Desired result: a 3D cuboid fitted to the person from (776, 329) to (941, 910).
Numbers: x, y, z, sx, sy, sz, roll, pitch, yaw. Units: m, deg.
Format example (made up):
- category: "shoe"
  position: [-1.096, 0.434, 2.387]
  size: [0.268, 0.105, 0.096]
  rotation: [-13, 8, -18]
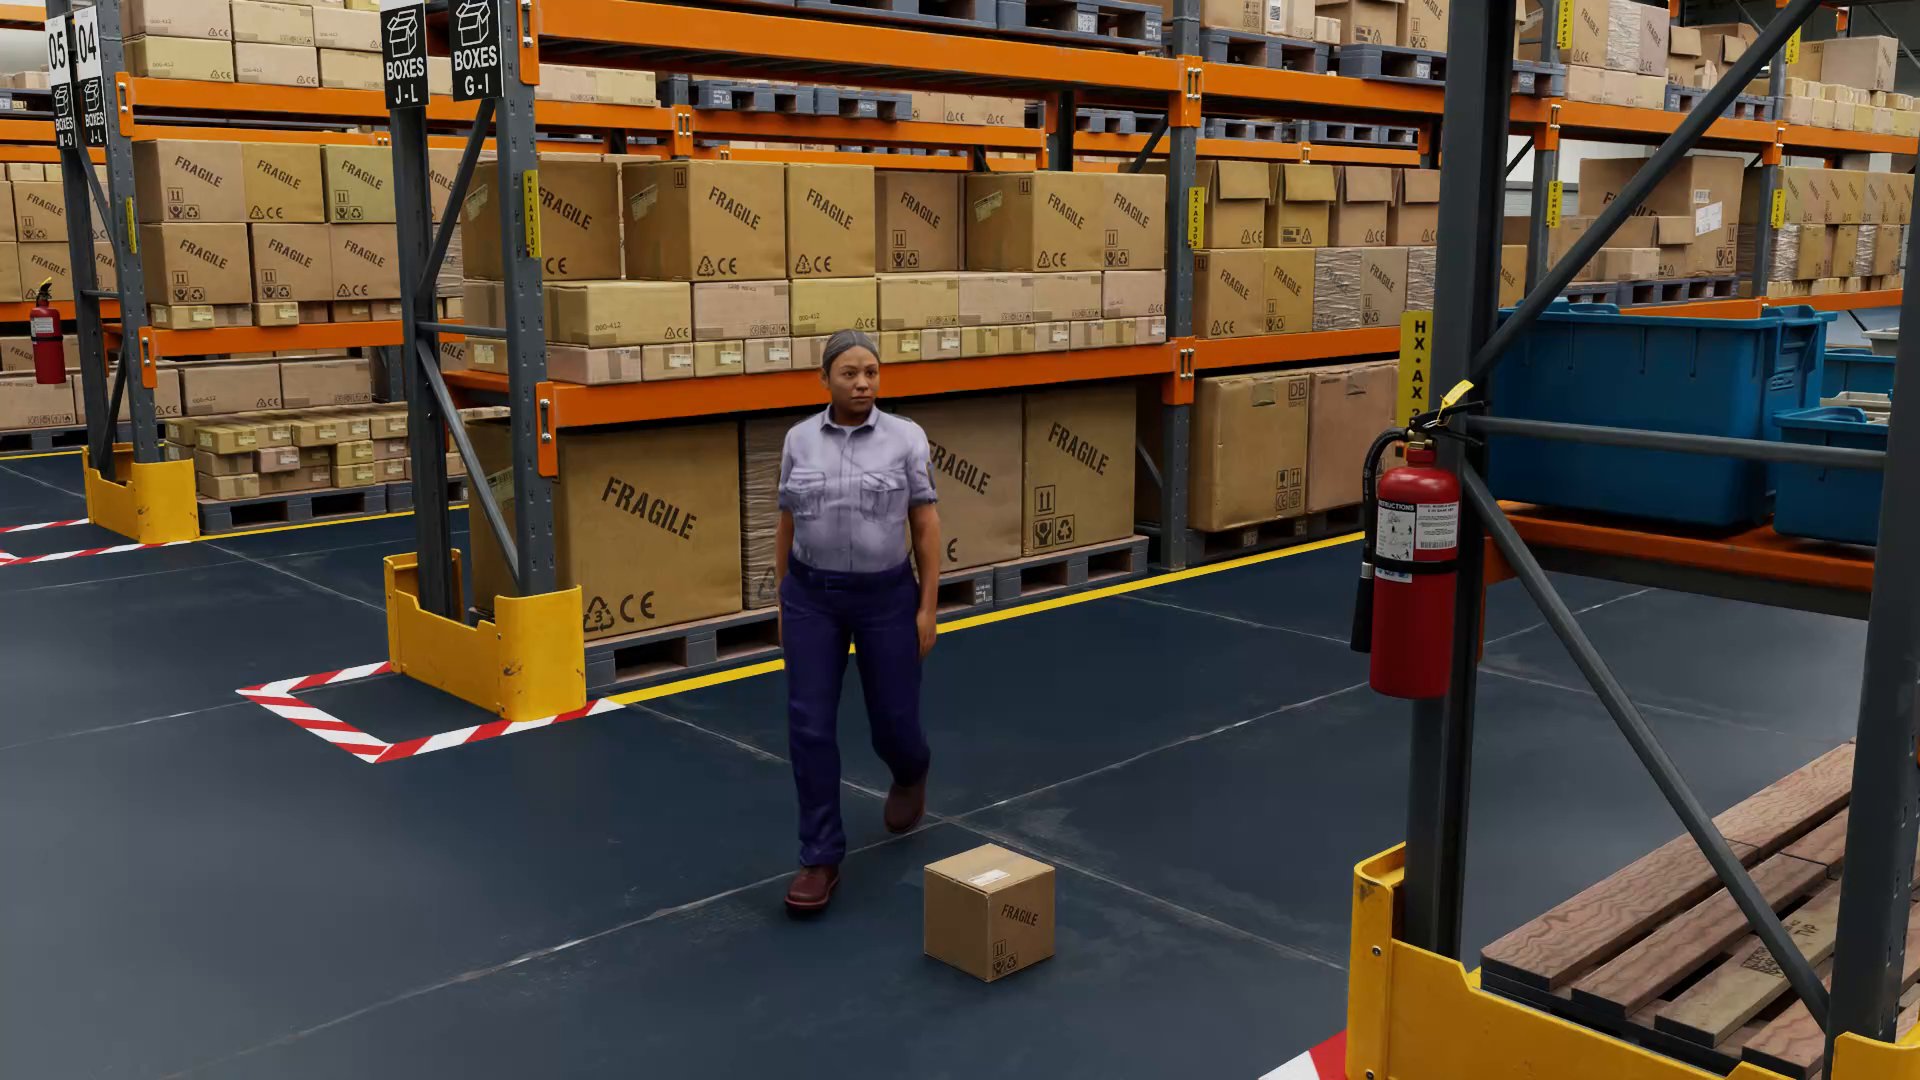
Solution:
- category: "person"
  position: [-0.301, 0.196, 4.885]
  size: [0.492, 1.622, 0.748]
  rotation: [1, 11, 6]
